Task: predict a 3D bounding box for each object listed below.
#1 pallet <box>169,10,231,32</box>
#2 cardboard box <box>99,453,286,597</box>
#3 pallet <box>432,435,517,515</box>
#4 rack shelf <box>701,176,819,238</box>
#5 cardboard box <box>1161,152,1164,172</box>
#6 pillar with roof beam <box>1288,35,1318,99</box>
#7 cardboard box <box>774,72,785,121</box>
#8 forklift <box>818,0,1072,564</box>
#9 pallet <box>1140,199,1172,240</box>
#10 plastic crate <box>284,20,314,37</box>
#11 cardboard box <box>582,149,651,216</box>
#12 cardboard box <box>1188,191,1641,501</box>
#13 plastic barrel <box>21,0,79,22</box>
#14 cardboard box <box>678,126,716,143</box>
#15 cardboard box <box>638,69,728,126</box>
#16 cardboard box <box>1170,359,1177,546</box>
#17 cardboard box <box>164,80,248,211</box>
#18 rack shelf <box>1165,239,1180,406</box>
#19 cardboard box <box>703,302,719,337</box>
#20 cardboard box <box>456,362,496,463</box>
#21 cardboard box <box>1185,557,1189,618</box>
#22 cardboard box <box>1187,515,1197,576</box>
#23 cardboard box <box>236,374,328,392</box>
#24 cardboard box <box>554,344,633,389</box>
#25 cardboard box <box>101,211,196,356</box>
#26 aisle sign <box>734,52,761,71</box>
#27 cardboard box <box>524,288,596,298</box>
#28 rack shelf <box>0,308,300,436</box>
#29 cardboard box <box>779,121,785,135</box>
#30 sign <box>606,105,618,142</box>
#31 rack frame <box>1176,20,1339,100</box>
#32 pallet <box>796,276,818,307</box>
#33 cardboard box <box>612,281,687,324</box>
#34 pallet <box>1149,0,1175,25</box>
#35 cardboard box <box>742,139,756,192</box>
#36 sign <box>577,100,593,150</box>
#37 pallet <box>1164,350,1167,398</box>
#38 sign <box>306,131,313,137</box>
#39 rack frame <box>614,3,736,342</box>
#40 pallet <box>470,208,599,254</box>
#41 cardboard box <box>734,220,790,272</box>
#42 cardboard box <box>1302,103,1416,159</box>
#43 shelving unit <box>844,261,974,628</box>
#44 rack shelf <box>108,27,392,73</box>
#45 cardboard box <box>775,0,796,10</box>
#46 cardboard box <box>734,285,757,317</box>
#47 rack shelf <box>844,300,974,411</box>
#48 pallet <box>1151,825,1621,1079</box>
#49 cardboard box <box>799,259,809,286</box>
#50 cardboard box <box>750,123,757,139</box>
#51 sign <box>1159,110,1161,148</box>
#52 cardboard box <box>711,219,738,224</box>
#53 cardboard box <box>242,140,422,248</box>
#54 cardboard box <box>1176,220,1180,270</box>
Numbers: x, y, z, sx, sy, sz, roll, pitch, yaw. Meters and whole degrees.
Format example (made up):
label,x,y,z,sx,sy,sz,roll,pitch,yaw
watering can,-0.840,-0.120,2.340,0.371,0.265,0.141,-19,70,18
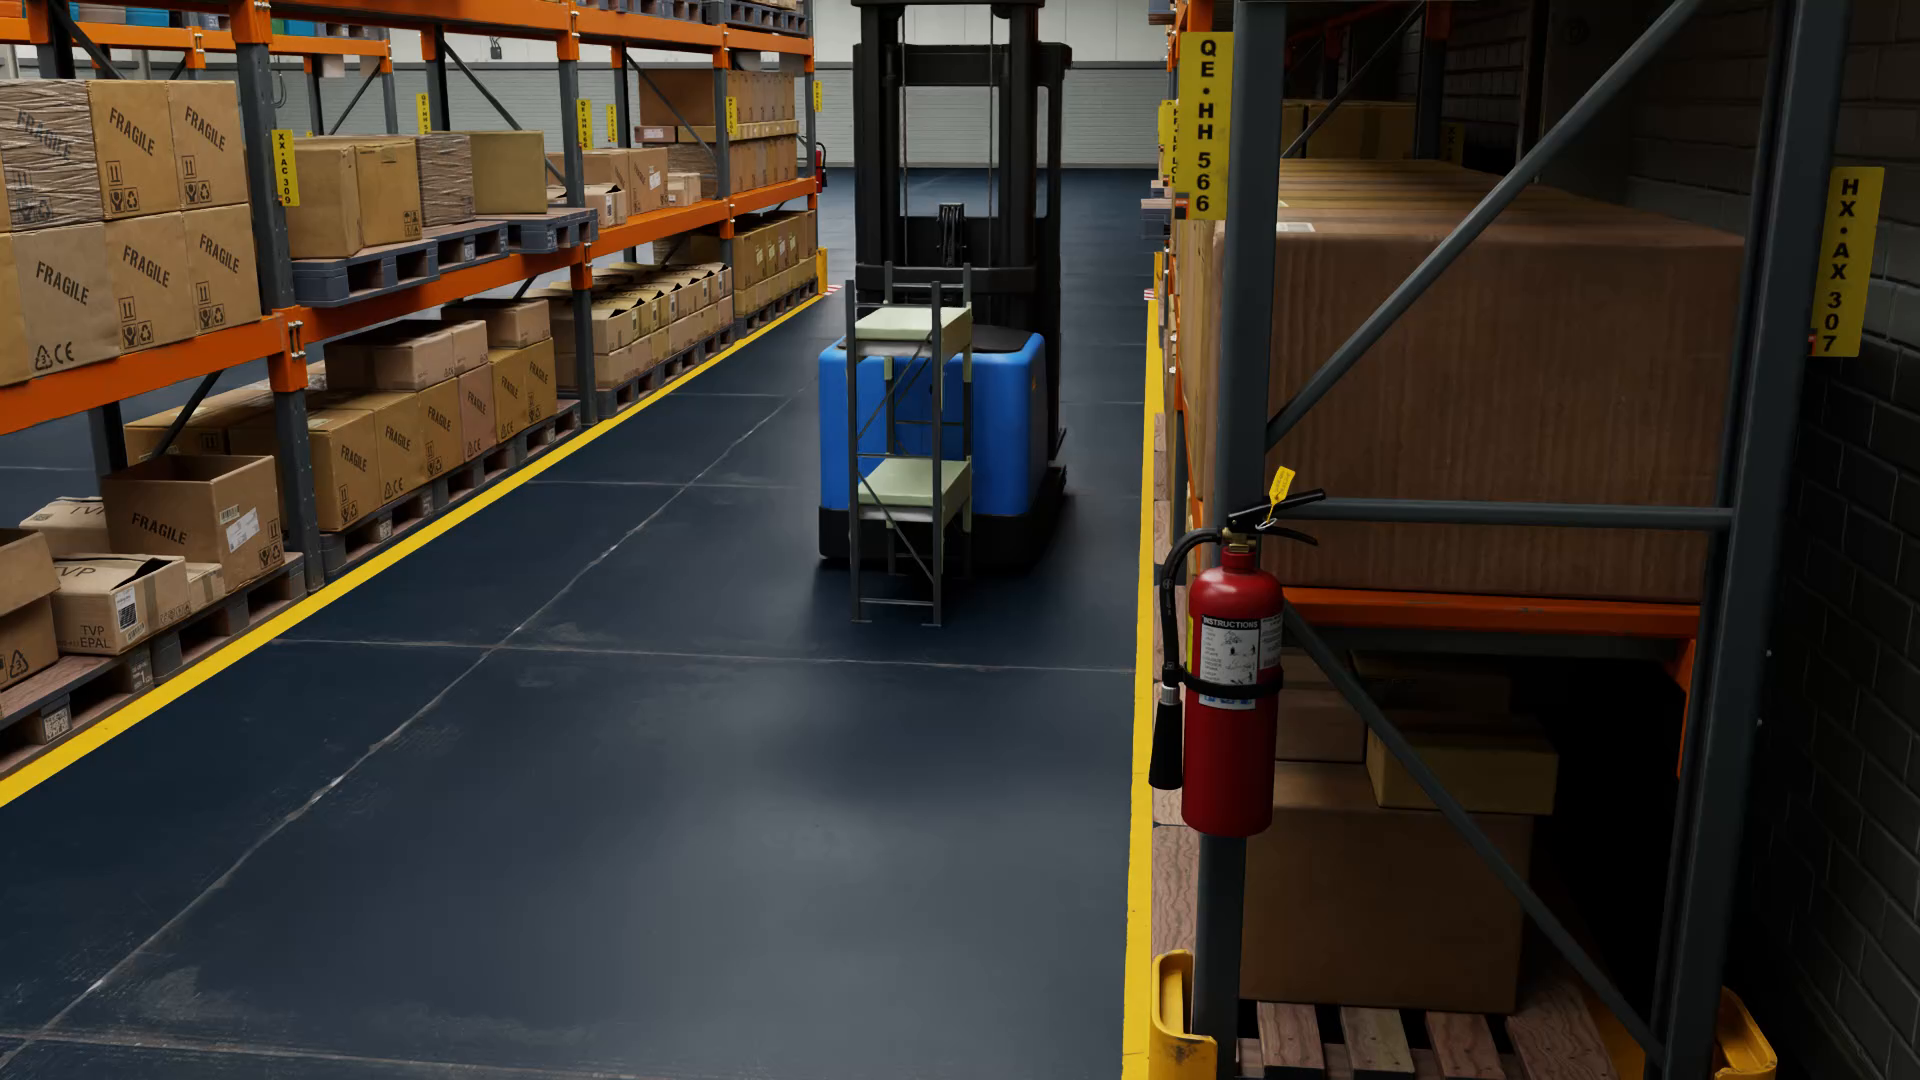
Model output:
label,x,y,z,sx,sy,sz,roll,pitch,yaw
pallet,-7.530,-4.993,15.996,1.213,0.211,1.003,2,15,6
cardboard box,-3.278,-0.074,7.135,0.500,0.500,0.500,2,15,6
pallet,-3.307,-0.408,9.765,1.003,0.211,1.213,2,15,6
rack shelf,-2.368,-3.471,17.129,1.077,0.370,4.000,2,15,6
cardboard box,2.075,-3.585,14.987,0.500,0.500,0.500,2,15,6
pillar with roof beam,-0.716,-7.008,17.338,9.100,9.000,0.400,2,15,6
cardboard box,-2.267,-4.740,17.769,0.700,0.500,0.500,1,15,5
forklift,0.020,-1.635,9.095,1.130,2.935,3.031,2,15,7
pallet,1.852,-2.212,11.464,1.213,0.211,1.003,2,15,6
plastic crate,-6.979,-5.420,17.245,0.392,0.384,0.575,2,15,6
cardboard box,-2.812,-2.882,13.383,0.500,0.500,0.500,2,15,6
cardboard box,1.094,-0.508,4.221,0.980,0.700,0.700,2,15,6
plastic barrel,-7.504,-4.659,13.437,0.600,0.901,0.708,2,15,6
cardboard box,-2.370,-3.725,15.256,0.380,0.149,0.250,2,15,6
cardboard box,-2.549,-4.089,15.361,0.700,0.500,0.500,2,15,7
cardboard box,1.371,-0.417,7.771,0.750,0.750,0.750,2,15,7
cardboard box,-3.296,-1.617,6.787,0.500,0.500,0.500,2,15,7
rack shelf,1.652,-1.251,8.920,1.077,0.370,4.000,2,15,6
cardboard box,-2.411,-1.927,14.507,0.500,0.250,0.500,1,15,5
cardboard box,-3.029,-0.748,9.626,0.500,0.500,0.500,1,15,4
cardboard box,1.240,0.115,6.473,0.700,0.500,0.500,2,15,7
cardboard box,0.962,0.021,5.579,0.380,0.149,0.250,1,15,5
cardboard box,-3.604,-0.625,9.171,0.500,0.500,0.500,2,15,7
cardboard box,-2.694,-1.264,12.055,0.500,0.250,0.500,2,15,6
cardboard box,-3.354,-1.002,6.429,0.500,0.500,0.500,2,15,8
aisle sign,-2.439,-5.618,18.711,0.394,0.787,0.004,2,15,6
cardboard box,-3.118,-1.817,13.023,0.500,0.311,0.500,2,15,6
rack shelf,-3.722,-0.358,5.619,1.077,0.370,4.000,2,15,6
cardboard box,-2.083,-4.394,17.731,0.380,0.149,0.250,2,15,7
sign,-3.145,-3.771,15.053,0.100,0.325,0.005,2,15,6
rack frame,1.878,-2.117,10.744,1.000,3.000,0.127,2,15,6
pallet,-2.187,-2.791,18.580,1.003,0.211,1.213,2,15,6
cardboard box,-2.526,-1.937,13.468,0.500,0.311,0.500,2,15,6
pallet,2.154,-4.355,13.633,1.213,0.211,1.003,2,15,6
cardboard box,-2.436,-3.730,16.518,0.700,0.500,0.500,2,15,7
sign,-2.504,-2.769,11.089,0.100,0.325,0.005,2,15,6
pallet,2.108,-1.289,13.025,1.003,0.211,1.213,2,15,6
sign,-7.609,-4.635,19.525,0.100,0.325,0.005,2,15,6
rack frame,-2.593,-3.299,15.117,1.000,3.000,0.127,2,15,6
pallet,-3.051,-1.991,10.648,1.213,0.211,1.003,2,15,6
cardboard box,-2.063,-3.037,17.173,0.500,0.500,0.500,2,15,6
cardboard box,1.737,-1.755,7.168,0.500,0.250,0.500,2,15,8
shelving unit,-0.212,-0.448,7.438,0.431,1.500,0.755,3,16,10
rack shelf,-7.289,-5.066,17.281,1.077,0.370,4.000,2,15,6
cardboard box,-2.010,-5.676,17.375,0.500,0.250,0.500,2,15,6
cardboard box,-2.240,-2.286,15.833,0.500,0.250,0.500,2,15,6
rack shelf,-0.213,-0.824,7.334,0.431,0.370,0.720,3,16,10
pallet,0.988,1.094,4.210,1.003,0.211,1.213,2,15,6
cardboard box,-1.953,-2.934,18.230,0.500,0.250,0.500,2,15,6
cardboard box,-2.229,-4.059,16.492,0.380,0.149,0.250,1,15,5
sign,1.789,-3.586,14.520,0.100,0.325,0.005,2,15,6
cardboard box,-2.595,-3.053,17.231,0.500,0.500,0.500,2,15,6
cardboard box,-3.206,-1.772,8.472,0.700,0.500,0.500,4,16,15
cardboard box,1.276,-1.541,7.814,0.500,0.500,0.500,2,15,7
